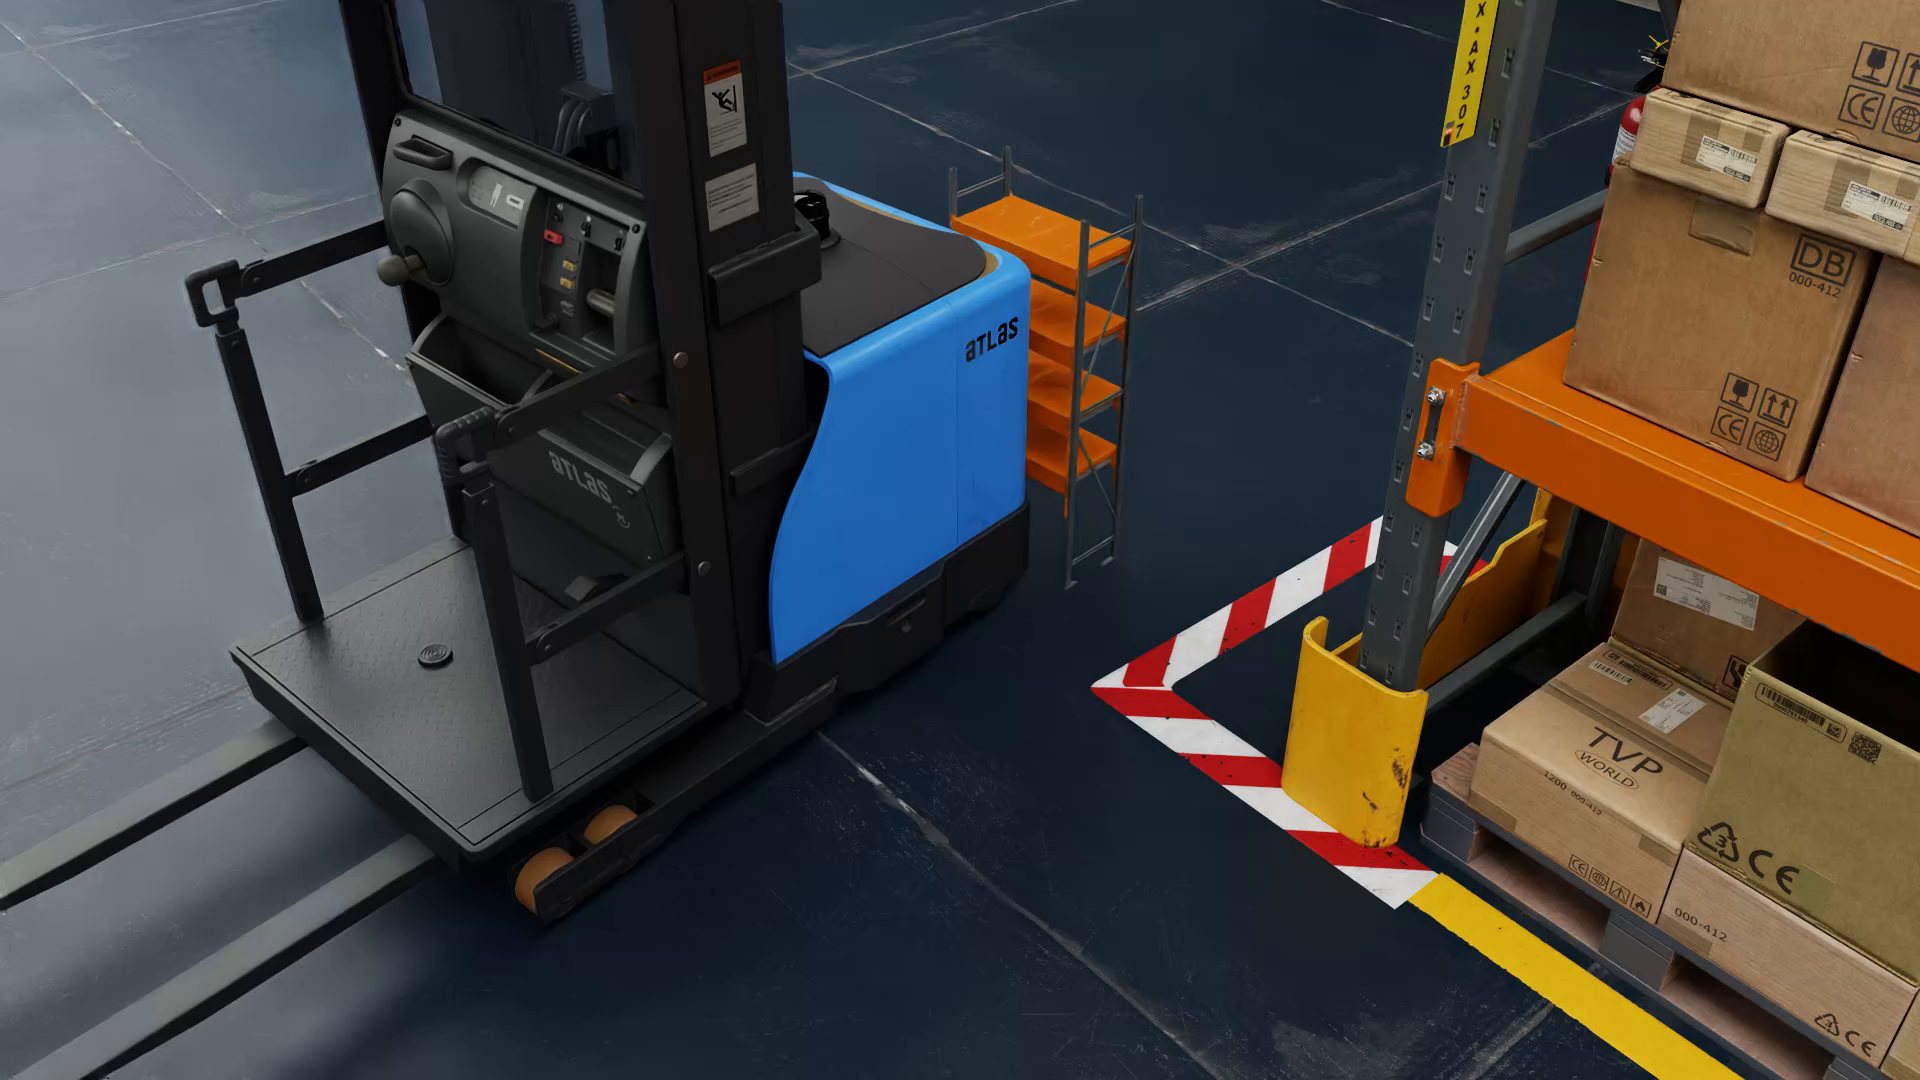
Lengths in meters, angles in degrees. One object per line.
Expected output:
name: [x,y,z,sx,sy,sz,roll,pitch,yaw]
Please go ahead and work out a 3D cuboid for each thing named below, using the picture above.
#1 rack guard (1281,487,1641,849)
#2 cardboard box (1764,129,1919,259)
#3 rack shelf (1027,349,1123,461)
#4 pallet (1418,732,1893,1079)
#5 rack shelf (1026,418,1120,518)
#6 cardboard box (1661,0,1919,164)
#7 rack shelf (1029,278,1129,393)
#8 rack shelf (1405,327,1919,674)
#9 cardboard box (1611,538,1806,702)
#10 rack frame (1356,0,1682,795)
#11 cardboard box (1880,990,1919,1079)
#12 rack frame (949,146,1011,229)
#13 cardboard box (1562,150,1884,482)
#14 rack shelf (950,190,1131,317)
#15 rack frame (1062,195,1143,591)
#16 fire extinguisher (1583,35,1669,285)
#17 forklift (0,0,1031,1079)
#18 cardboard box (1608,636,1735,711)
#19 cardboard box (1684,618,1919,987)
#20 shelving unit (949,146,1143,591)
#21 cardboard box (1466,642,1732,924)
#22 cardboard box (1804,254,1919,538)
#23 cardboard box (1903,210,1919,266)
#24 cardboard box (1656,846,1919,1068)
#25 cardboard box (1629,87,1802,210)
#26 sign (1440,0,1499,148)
rack guard: [1.369,0.291,4.407,1.175,0.500,0.348,-26,43,-32]
cardboard box: [1.646,-0.655,2.932,0.380,0.149,0.250,-27,43,-33]
rack shelf: [0.228,-0.433,4.938,0.480,0.148,0.258,30,44,35]
pallet: [1.910,0.741,4.021,1.003,0.211,1.213,-26,43,-32]
rack shelf: [0.227,-0.271,5.052,0.480,0.148,0.258,30,44,35]
cardboard box: [1.710,-1.055,2.935,0.700,0.500,0.500,-26,43,-32]
rack shelf: [0.229,-0.617,4.810,0.480,0.148,0.258,30,44,35]
rack shelf: [2.675,0.458,2.631,1.077,0.370,4.000,-26,43,-32]
cardboard box: [1.958,0.052,3.949,0.500,0.500,0.500,-26,43,-32]
rack frame: [1.385,-0.719,3.670,1.000,3.000,0.127,-26,43,-32]
cardboard box: [2.209,0.992,3.270,0.500,0.250,0.500,-26,43,-32]
rack frame: [0.054,-0.587,5.039,0.015,1.200,0.240,30,44,35]
cardboard box: [1.676,-0.549,3.343,0.700,0.500,0.500,-26,43,-32]
rack shelf: [0.230,-0.810,4.674,0.480,0.148,0.258,30,44,35]
rack frame: [0.402,-0.390,4.760,0.015,1.200,0.240,30,44,35]
fire extinguisher: [1.663,-0.913,4.010,0.296,0.674,0.183,-26,43,-32]
forklift: [-1.153,-0.626,3.598,1.130,2.935,3.031,27,44,33]
cardboard box: [1.957,0.358,4.164,0.500,0.250,0.500,-26,43,-32]
cardboard box: [1.885,0.466,3.364,0.500,0.500,0.500,-26,43,-32]
shelving unit: [0.228,-0.489,4.900,0.503,1.200,0.258,30,44,35]
cardboard box: [1.561,0.552,3.892,0.500,0.250,0.500,-26,43,-32]
cardboard box: [2.019,-0.319,3.018,0.700,0.500,0.500,-25,42,-31]
cardboard box: [1.806,-0.545,2.776,0.380,0.149,0.250,-26,43,-32]
cardboard box: [1.886,0.771,3.582,0.500,0.250,0.500,-26,43,-32]
cardboard box: [1.474,-0.771,3.095,0.380,0.149,0.250,-26,43,-32]
sign: [0.957,-0.900,3.108,0.100,0.325,0.005,-26,43,-32]
